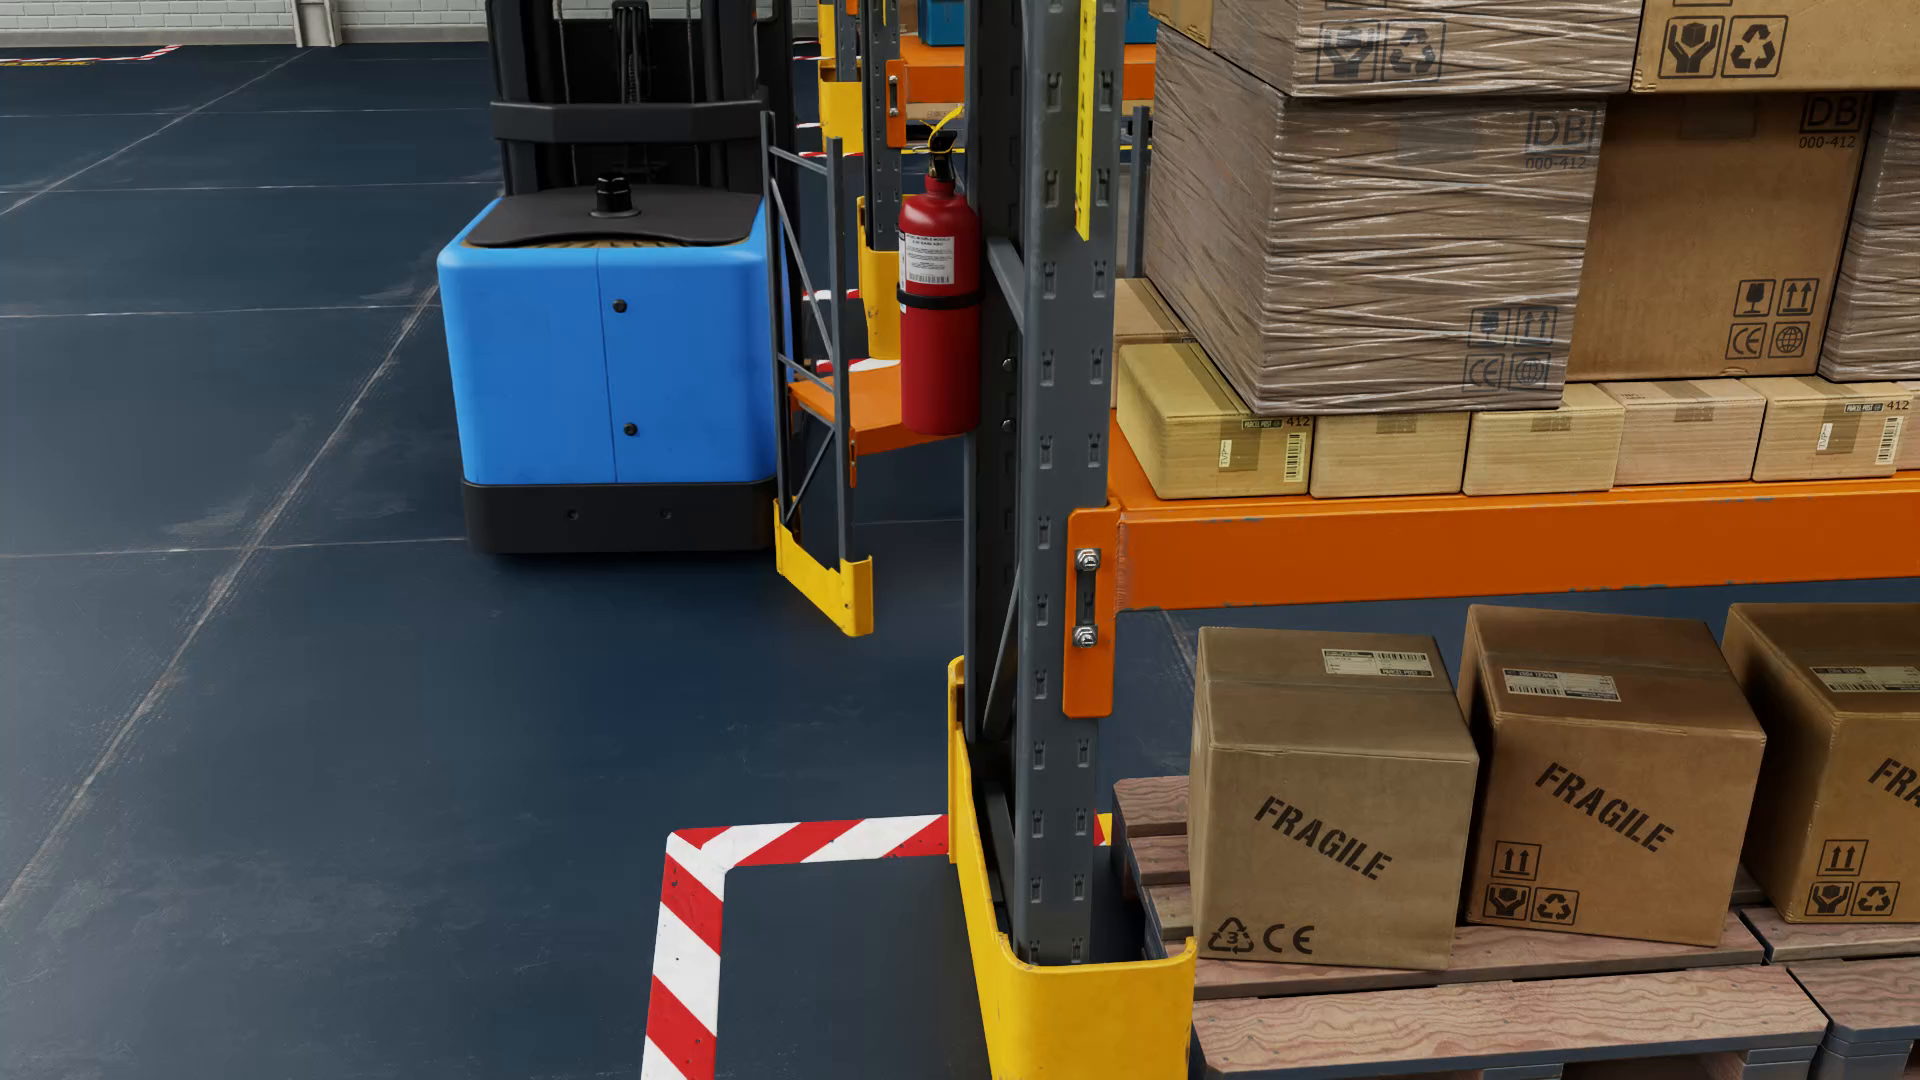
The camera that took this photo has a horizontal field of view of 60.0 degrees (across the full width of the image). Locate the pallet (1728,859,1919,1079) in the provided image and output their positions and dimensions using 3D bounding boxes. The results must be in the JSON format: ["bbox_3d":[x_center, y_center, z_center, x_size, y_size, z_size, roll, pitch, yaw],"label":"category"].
[{"bbox_3d":[2.218,0.795,3.701,1.213,0.211,1.003,-2,24,-5],"label":"pallet"}]

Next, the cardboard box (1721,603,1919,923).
[{"bbox_3d":[1.959,0.467,3.568,0.500,0.500,0.500,0,24,0],"label":"cardboard box"}]

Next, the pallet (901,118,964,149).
[{"bbox_3d":[-0.093,-3.188,12.663,1.213,0.211,1.003,-2,24,-5],"label":"pallet"}]

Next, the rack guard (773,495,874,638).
[{"bbox_3d":[-0.437,0.076,5.271,0.087,0.250,0.587,-13,27,-27],"label":"rack guard"}]

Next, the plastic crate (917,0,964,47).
[{"bbox_3d":[0.101,-2.486,7.832,0.616,0.251,0.499,-2,24,-5],"label":"plastic crate"}]

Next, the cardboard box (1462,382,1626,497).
[{"bbox_3d":[0.928,-0.217,2.854,0.250,0.149,0.380,-2,24,-5],"label":"cardboard box"}]

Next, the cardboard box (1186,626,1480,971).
[{"bbox_3d":[0.743,0.522,3.444,0.500,0.500,0.500,2,24,5],"label":"cardboard box"}]

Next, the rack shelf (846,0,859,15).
[{"bbox_3d":[1.140,-4.166,12.315,4.000,0.370,1.077,-2,24,-5],"label":"rack shelf"}]

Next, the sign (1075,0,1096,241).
[{"bbox_3d":[0.173,-0.587,2.311,0.005,0.325,0.100,-2,24,-5],"label":"sign"}]

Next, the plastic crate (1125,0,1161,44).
[{"bbox_3d":[0.748,-2.509,7.885,0.408,0.251,0.499,-2,24,-5],"label":"plastic crate"}]

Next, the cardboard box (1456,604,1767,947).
[{"bbox_3d":[1.334,0.484,3.529,0.500,0.500,0.500,4,24,9],"label":"cardboard box"}]

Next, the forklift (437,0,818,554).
[{"bbox_3d":[-1.161,-1.848,6.299,1.130,2.935,3.031,-1,24,-2],"label":"forklift"}]

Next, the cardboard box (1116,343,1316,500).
[{"bbox_3d":[0.427,-0.211,2.840,0.250,0.149,0.380,-2,24,-5],"label":"cardboard box"}]

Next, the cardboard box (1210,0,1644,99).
[{"bbox_3d":[0.694,-0.961,2.498,0.500,0.500,0.500,-2,24,-5],"label":"cardboard box"}]

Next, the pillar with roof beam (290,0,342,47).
[{"bbox_3d":[-6.277,-7.556,11.671,0.400,9.000,9.100,-2,24,-5],"label":"pillar with roof beam"}]

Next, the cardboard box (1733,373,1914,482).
[{"bbox_3d":[1.424,-0.242,2.912,0.250,0.149,0.380,-2,24,-5],"label":"cardboard box"}]

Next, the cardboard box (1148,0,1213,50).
[{"bbox_3d":[0.643,-1.171,2.971,0.500,0.500,0.500,-2,24,-5],"label":"cardboard box"}]

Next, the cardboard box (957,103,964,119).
[{"bbox_3d":[0.202,-3.303,12.357,0.500,0.250,0.500,-2,24,-5],"label":"cardboard box"}]

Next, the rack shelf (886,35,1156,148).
[{"bbox_3d":[1.623,-2.164,7.810,4.000,0.370,1.077,-2,24,-5],"label":"rack shelf"}]

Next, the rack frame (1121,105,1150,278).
[{"bbox_3d":[0.432,-0.694,5.464,0.032,1.500,0.500,-13,27,-27],"label":"rack frame"}]

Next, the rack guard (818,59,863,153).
[{"bbox_3d":[-0.874,-3.272,12.495,0.348,0.500,1.175,-2,24,-5],"label":"rack guard"}]

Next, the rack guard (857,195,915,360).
[{"bbox_3d":[-0.296,-1.292,8.042,0.348,0.500,1.175,-2,24,-5],"label":"rack guard"}]

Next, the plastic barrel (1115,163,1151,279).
[{"bbox_3d":[0.779,-1.545,8.078,0.421,0.512,0.421,0,24,0],"label":"plastic barrel"}]

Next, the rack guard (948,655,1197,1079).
[{"bbox_3d":[0.195,0.729,3.495,0.348,0.500,1.175,-2,24,-5],"label":"rack guard"}]

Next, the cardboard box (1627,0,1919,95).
[{"bbox_3d":[1.192,-0.978,2.537,0.500,0.500,0.500,-2,24,-5],"label":"cardboard box"}]

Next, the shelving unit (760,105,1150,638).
[{"bbox_3d":[-0.003,-0.594,5.240,1.083,1.500,0.587,-13,27,-27],"label":"shelving unit"}]

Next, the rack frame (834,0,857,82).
[{"bbox_3d":[-0.850,-4.415,11.989,0.127,3.000,1.000,-2,24,-5],"label":"rack frame"}]

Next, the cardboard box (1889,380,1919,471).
[{"bbox_3d":[1.670,-0.263,2.959,0.250,0.149,0.380,-2,24,-5],"label":"cardboard box"}]

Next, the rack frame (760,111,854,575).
[{"bbox_3d":[-0.454,-0.491,5.008,0.032,1.500,0.500,-13,27,-27],"label":"rack frame"}]

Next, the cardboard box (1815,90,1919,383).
[{"bbox_3d":[1.657,-0.674,3.084,0.500,0.500,0.875,-2,24,-5],"label":"cardboard box"}]

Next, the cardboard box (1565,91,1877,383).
[{"bbox_3d":[1.155,-0.671,3.078,0.500,0.500,0.875,-2,24,-5],"label":"cardboard box"}]

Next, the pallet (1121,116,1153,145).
[{"bbox_3d":[1.118,-3.236,12.769,1.213,0.211,1.003,-2,24,-5],"label":"pallet"}]

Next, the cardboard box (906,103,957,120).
[{"bbox_3d":[-0.295,-3.282,12.309,0.500,0.250,0.500,-2,24,-5],"label":"cardboard box"}]

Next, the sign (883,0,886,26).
[{"bbox_3d":[-0.317,-2.316,6.928,0.005,0.325,0.100,-2,24,-5],"label":"sign"}]

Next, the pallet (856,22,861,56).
[{"bbox_3d":[-0.453,-5.164,17.108,1.213,0.211,1.003,-2,24,-5],"label":"pallet"}]

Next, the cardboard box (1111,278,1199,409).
[{"bbox_3d":[0.383,-0.391,3.245,0.250,0.149,0.380,-2,24,-5],"label":"cardboard box"}]

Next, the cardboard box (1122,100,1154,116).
[{"bbox_3d":[1.198,-3.341,12.442,0.500,0.250,0.500,-2,24,-5],"label":"cardboard box"}]

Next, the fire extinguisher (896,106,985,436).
[{"bbox_3d":[-0.040,-0.557,3.405,0.183,0.674,0.296,-2,24,-5],"label":"fire extinguisher"}]

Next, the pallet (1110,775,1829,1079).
[{"bbox_3d":[1.007,0.843,3.595,1.213,0.211,1.003,-2,24,-5],"label":"pallet"}]

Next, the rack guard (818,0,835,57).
[{"bbox_3d":[-1.265,-5.278,17.008,0.348,0.500,1.175,-2,24,-5],"label":"rack guard"}]

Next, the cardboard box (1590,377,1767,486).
[{"bbox_3d":[1.174,-0.235,2.896,0.250,0.149,0.380,-2,24,-5],"label":"cardboard box"}]

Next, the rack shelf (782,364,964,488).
[{"bbox_3d":[-0.011,-0.428,5.309,1.000,0.185,0.538,-13,27,-27],"label":"rack shelf"}]

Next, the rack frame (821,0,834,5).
[{"bbox_3d":[-1.341,-6.417,16.494,0.127,3.000,1.000,-2,24,-5],"label":"rack frame"}]

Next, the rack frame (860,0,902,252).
[{"bbox_3d":[-0.367,-2.413,7.485,0.127,3.000,1.000,-2,24,-5],"label":"rack frame"}]

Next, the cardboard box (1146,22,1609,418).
[{"bbox_3d":[0.670,-0.603,2.924,0.500,0.500,0.875,-2,24,-5],"label":"cardboard box"}]

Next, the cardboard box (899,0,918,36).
[{"bbox_3d":[-0.346,-3.835,12.629,0.500,0.500,0.500,-2,24,-5],"label":"cardboard box"}]

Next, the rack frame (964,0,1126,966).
[{"bbox_3d":[0.120,-0.411,2.981,0.127,3.000,1.000,-2,24,-5],"label":"rack frame"}]

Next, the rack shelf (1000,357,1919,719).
[{"bbox_3d":[2.110,-0.162,3.306,4.000,0.370,1.077,-2,24,-5],"label":"rack shelf"}]

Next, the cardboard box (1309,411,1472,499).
[{"bbox_3d":[0.677,-0.213,2.845,0.250,0.149,0.380,-2,24,-5],"label":"cardboard box"}]
